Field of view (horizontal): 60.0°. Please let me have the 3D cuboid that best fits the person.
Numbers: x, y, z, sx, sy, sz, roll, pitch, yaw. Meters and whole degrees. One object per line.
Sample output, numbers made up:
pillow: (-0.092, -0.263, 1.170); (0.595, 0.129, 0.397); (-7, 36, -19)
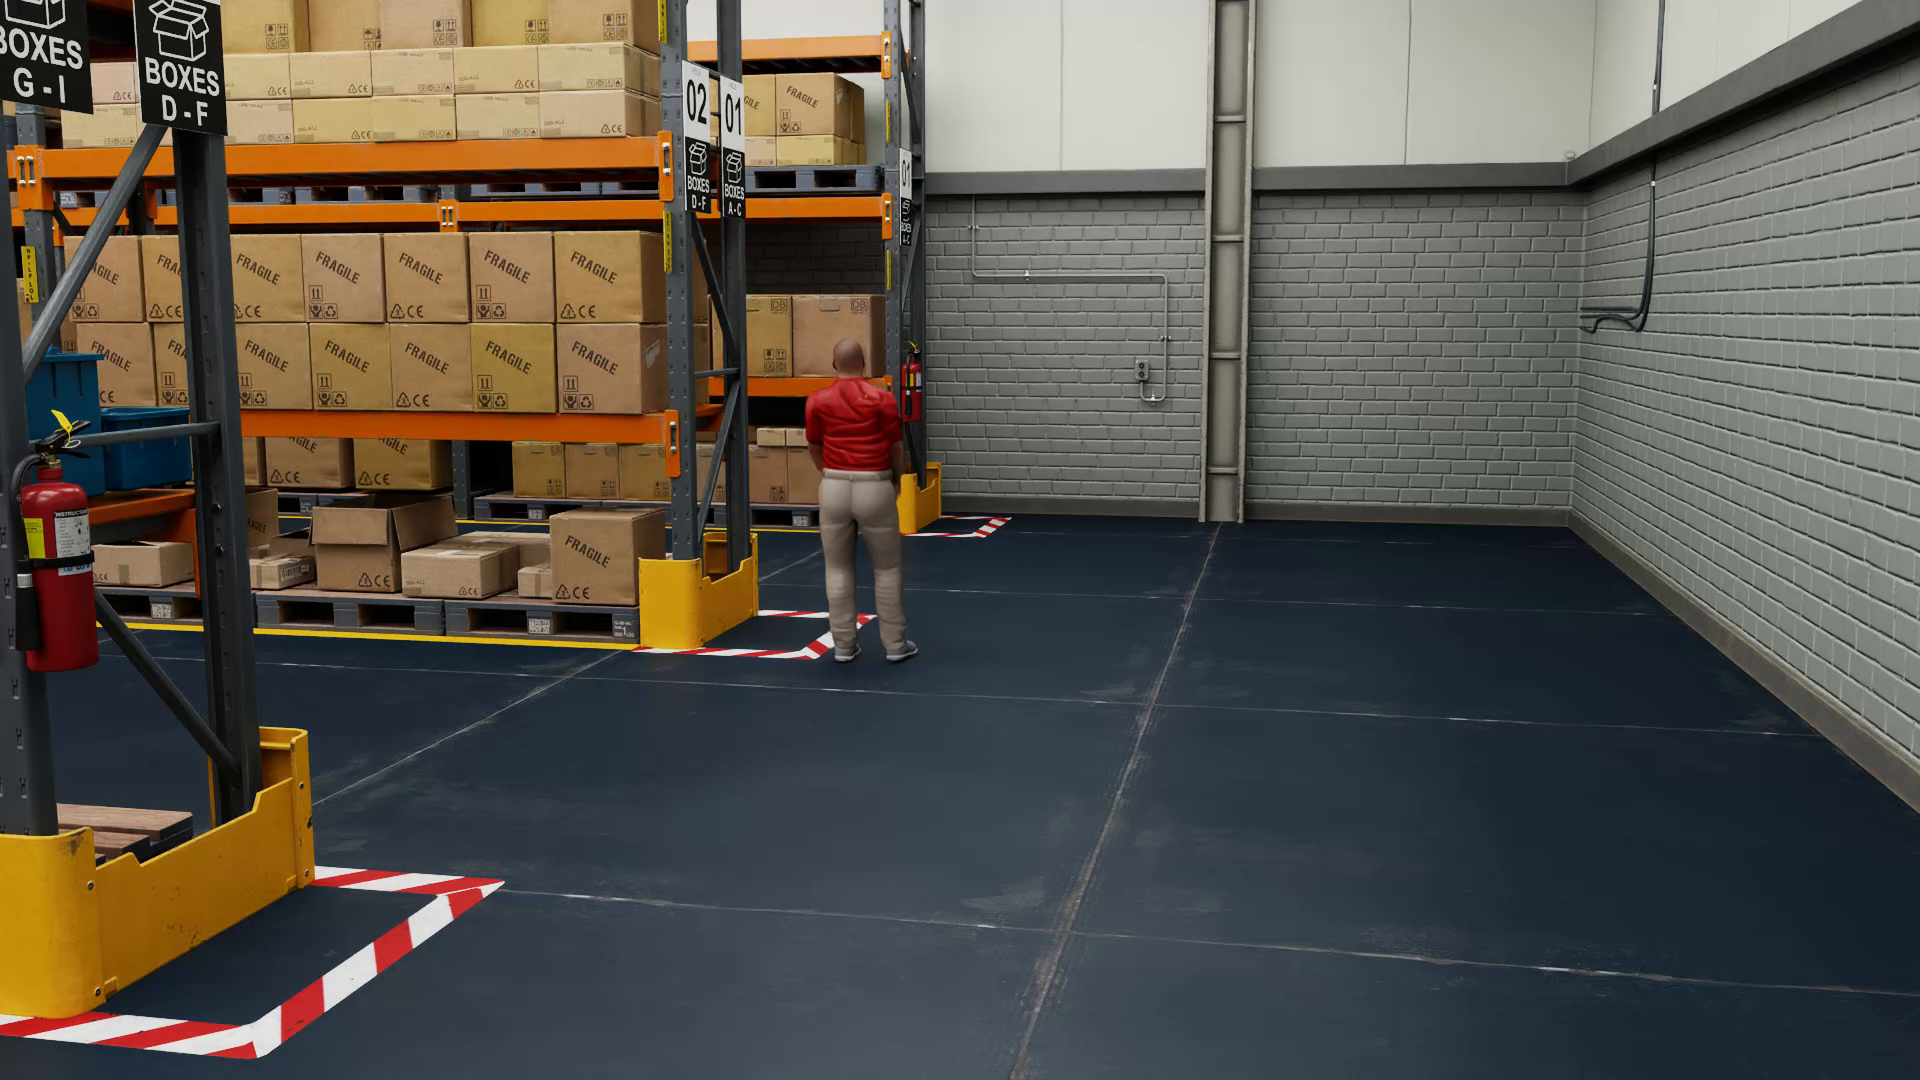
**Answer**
person: (-0.539, -0.247, 8.897); (0.526, 1.664, 0.479); (1, 8, 9)
